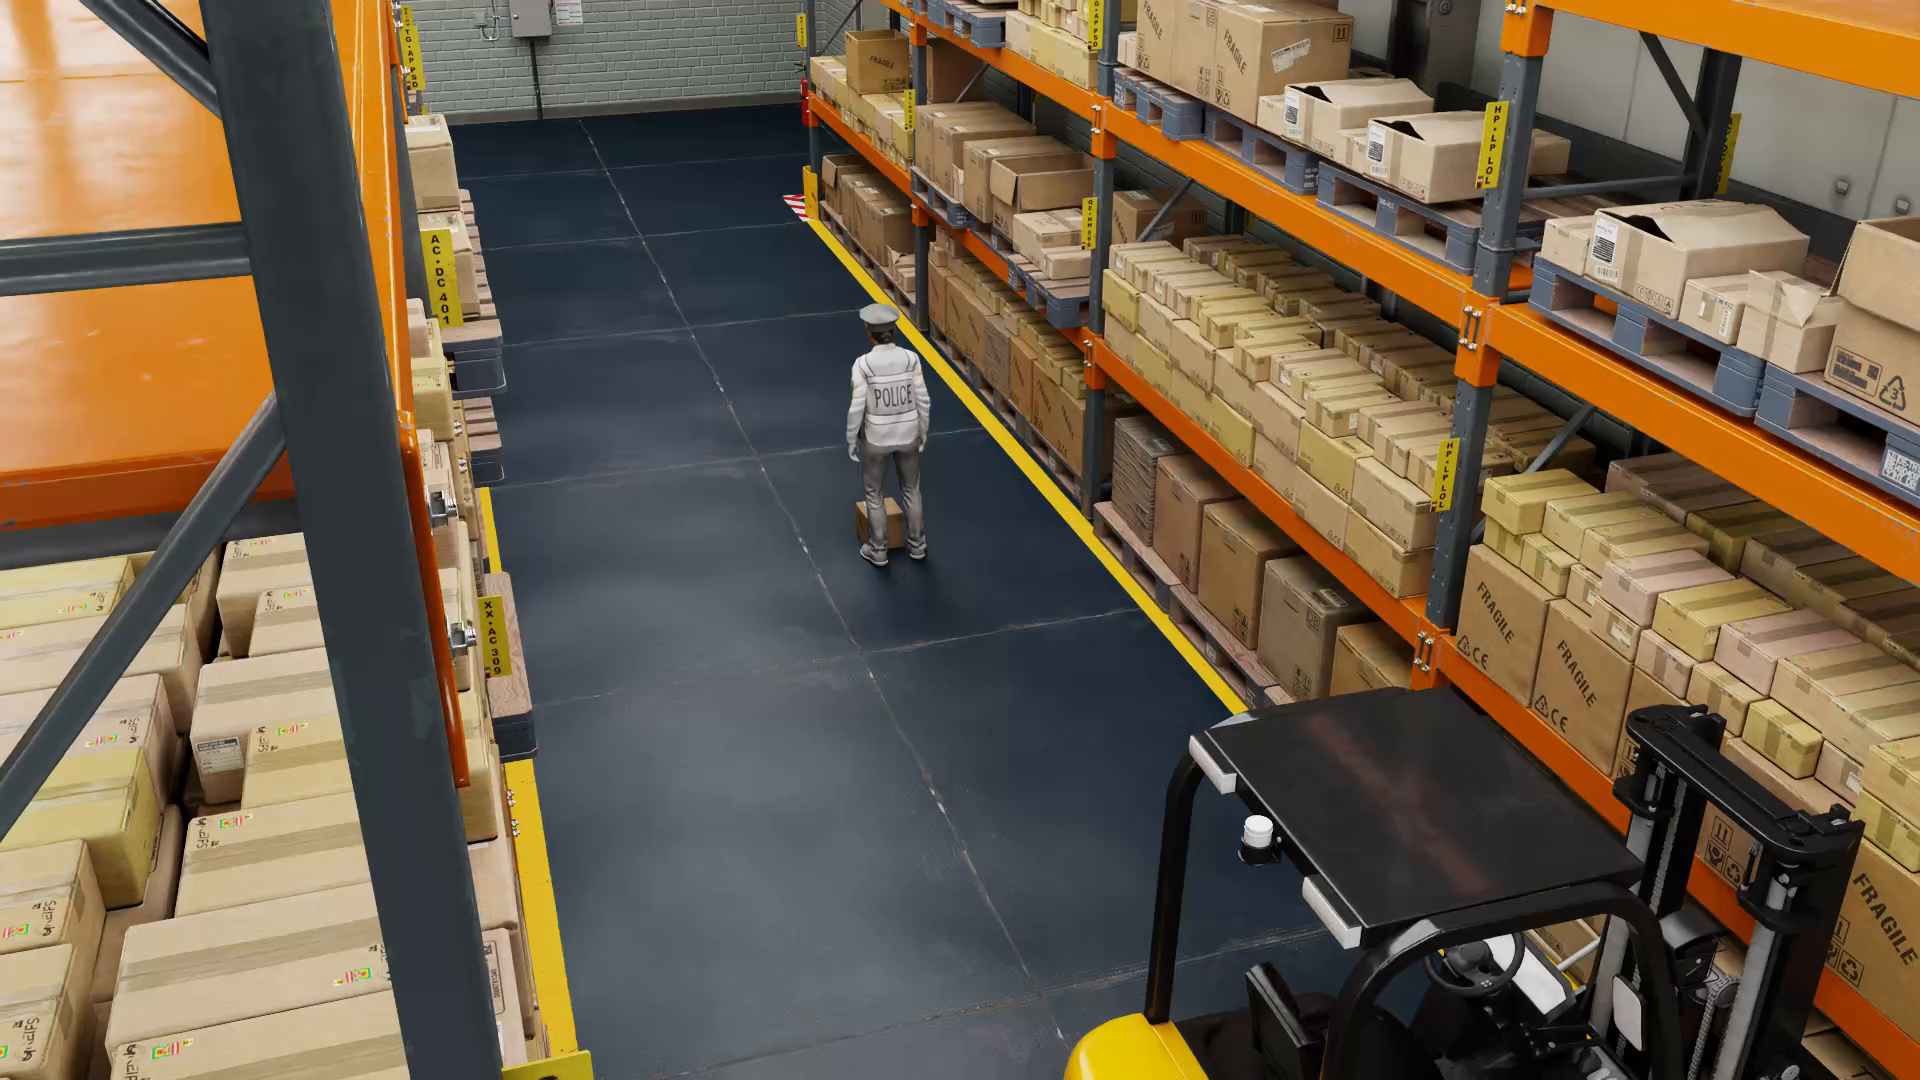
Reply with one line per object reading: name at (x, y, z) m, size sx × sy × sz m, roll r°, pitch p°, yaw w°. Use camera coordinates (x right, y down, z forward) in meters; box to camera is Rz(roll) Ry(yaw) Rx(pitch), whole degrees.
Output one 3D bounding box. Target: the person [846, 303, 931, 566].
person at (-0.448, -0.633, 10.382) m, size 0.536 × 1.662 × 0.379 m, roll -9°, pitch 28°, yaw -17°
